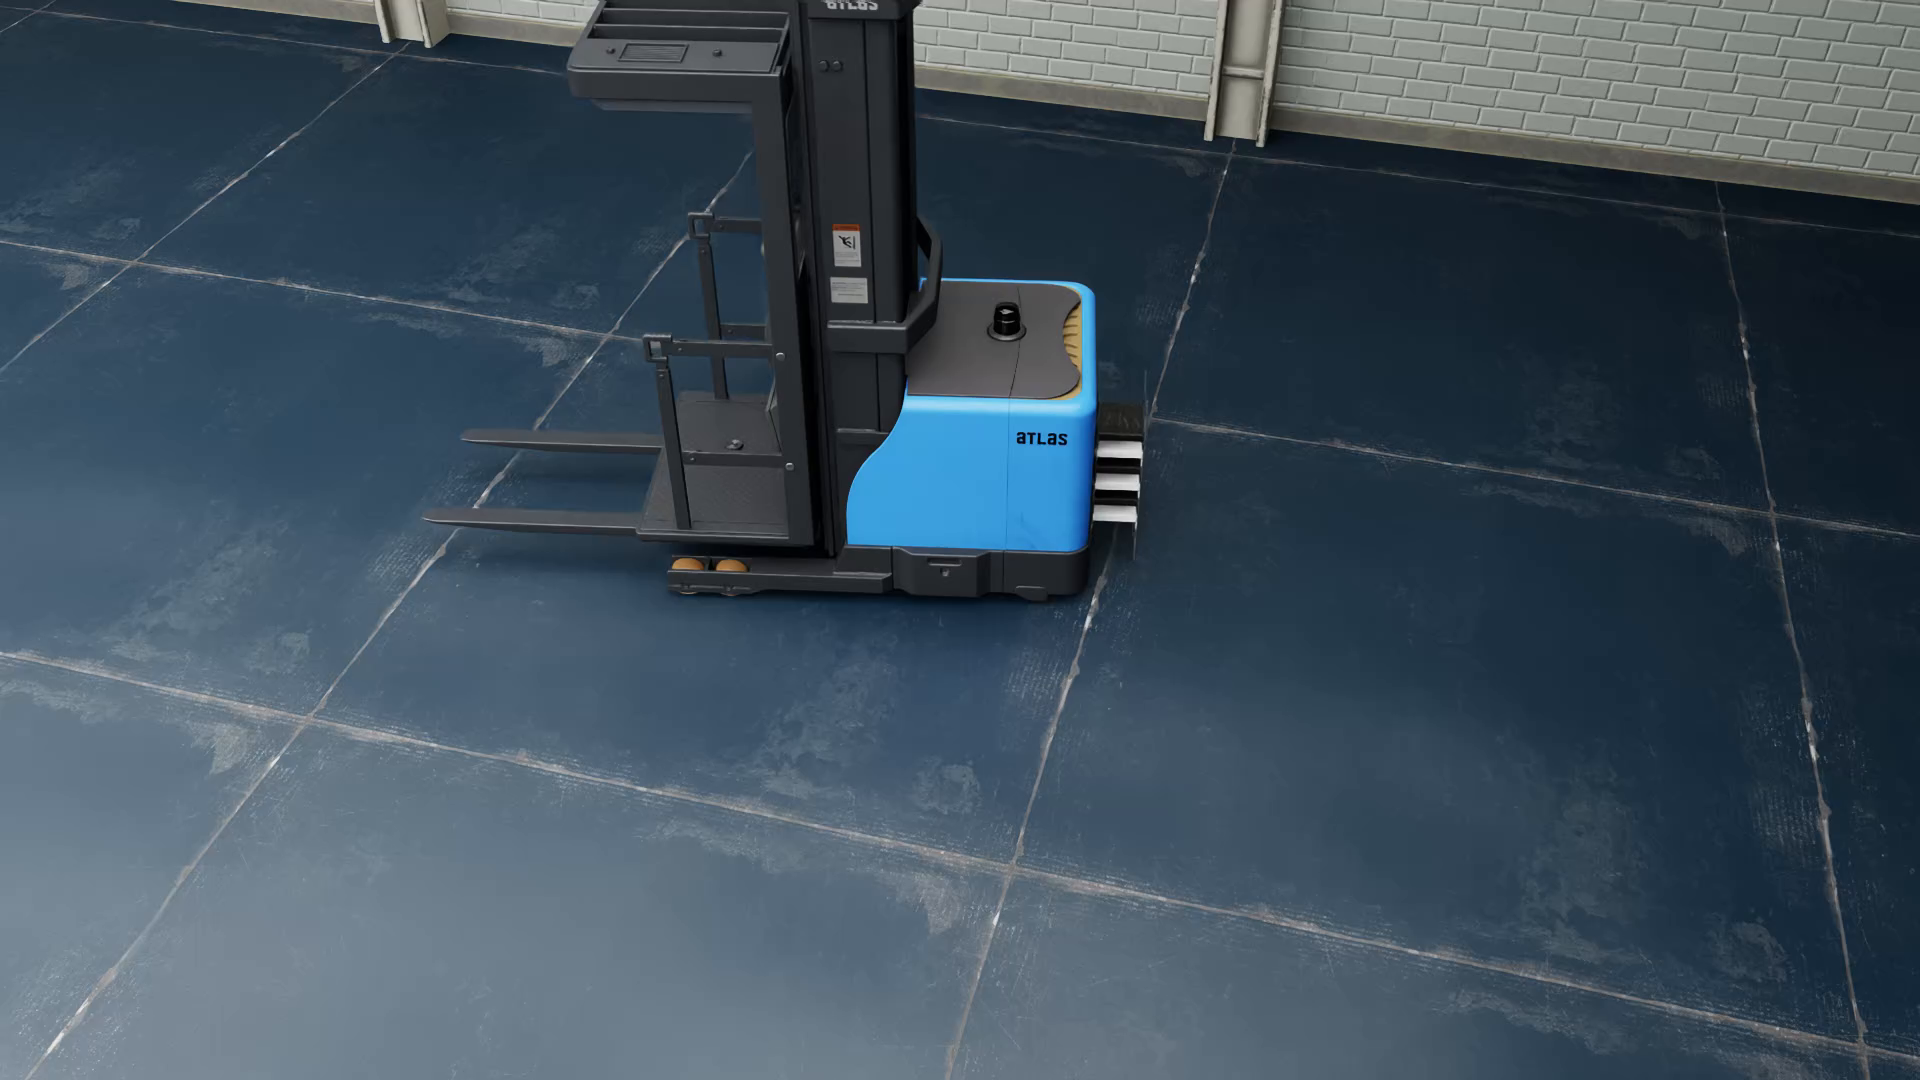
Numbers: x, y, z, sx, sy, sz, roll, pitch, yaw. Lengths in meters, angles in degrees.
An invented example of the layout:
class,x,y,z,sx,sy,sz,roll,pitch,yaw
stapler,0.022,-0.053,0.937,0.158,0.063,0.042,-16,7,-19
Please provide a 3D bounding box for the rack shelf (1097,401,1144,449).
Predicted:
class,x,y,z,sx,sy,sz,roll,pitch,yaw
rack shelf,0.704,-0.506,7.310,0.200,0.077,0.258,2,40,2

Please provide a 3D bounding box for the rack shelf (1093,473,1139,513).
class,x,y,z,sx,sy,sz,roll,pitch,yaw
rack shelf,0.704,-0.231,7.541,0.200,0.077,0.258,2,40,2

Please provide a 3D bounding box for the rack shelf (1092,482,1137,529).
class,x,y,z,sx,sy,sz,roll,pitch,yaw
rack shelf,0.704,-0.162,7.599,0.200,0.077,0.258,2,40,2

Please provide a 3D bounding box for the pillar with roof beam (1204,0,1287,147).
class,x,y,z,sx,sy,sz,roll,pitch,yaw
pillar with roof beam,0.716,-3.456,4.892,0.400,9.000,9.100,10,41,11

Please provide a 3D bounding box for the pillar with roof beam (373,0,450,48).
class,x,y,z,sx,sy,sz,roll,pitch,yaw
pillar with roof beam,-5.080,-4.453,6.080,0.400,9.000,9.100,10,41,11

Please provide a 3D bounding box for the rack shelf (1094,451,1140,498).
class,x,y,z,sx,sy,sz,roll,pitch,yaw
rack shelf,0.704,-0.299,7.483,0.200,0.077,0.258,2,40,2

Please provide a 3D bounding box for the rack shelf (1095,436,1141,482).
class,x,y,z,sx,sy,sz,roll,pitch,yaw
rack shelf,0.704,-0.368,7.425,0.200,0.077,0.258,2,40,2

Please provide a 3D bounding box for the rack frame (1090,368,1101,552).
class,x,y,z,sx,sy,sz,roll,pitch,yaw
rack frame,0.603,-0.329,7.466,0.006,0.900,0.240,2,40,2

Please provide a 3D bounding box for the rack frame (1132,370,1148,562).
class,x,y,z,sx,sy,sz,roll,pitch,yaw
rack frame,0.806,-0.321,7.458,0.006,0.900,0.240,2,40,2

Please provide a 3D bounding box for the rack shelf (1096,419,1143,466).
class,x,y,z,sx,sy,sz,roll,pitch,yaw
rack shelf,0.704,-0.437,7.368,0.200,0.077,0.258,2,40,2

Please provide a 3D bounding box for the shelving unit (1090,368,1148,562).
class,x,y,z,sx,sy,sz,roll,pitch,yaw
shelving unit,0.704,-0.325,7.462,0.210,0.900,0.258,2,40,2

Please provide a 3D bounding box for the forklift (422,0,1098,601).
class,x,y,z,sx,sy,sz,roll,pitch,yaw
forklift,-0.915,-1.209,6.935,3.031,2.935,1.130,2,40,2
